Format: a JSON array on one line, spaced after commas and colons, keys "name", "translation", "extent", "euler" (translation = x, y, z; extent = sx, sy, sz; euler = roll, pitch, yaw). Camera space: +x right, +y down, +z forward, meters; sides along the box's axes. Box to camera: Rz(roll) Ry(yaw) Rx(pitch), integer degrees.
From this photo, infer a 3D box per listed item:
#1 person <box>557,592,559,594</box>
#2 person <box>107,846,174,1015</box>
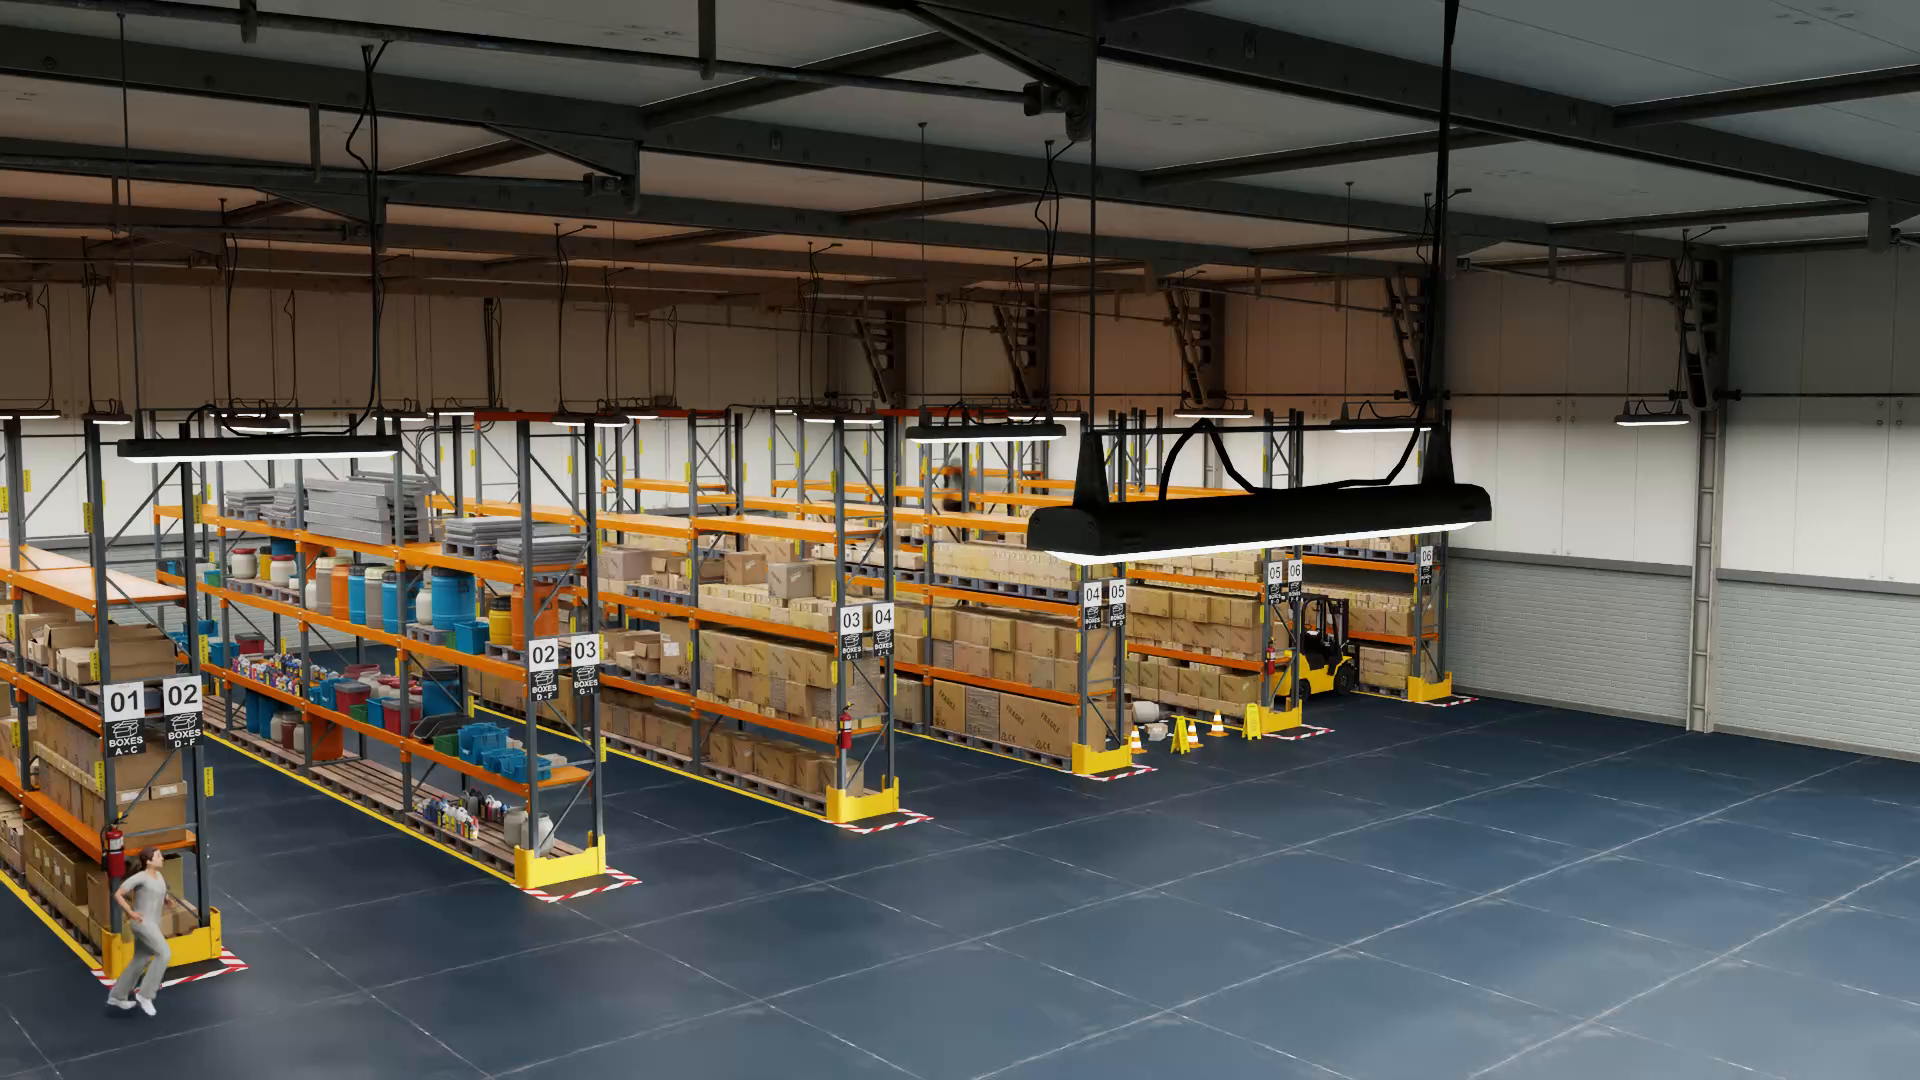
[{"name": "person", "translation": [-9.659, 2.002, 39.409], "extent": [0.717, 1.754, 0.638], "euler": [2, 5, 18]}, {"name": "person", "translation": [-8.444, 4.015, 17.180], "extent": [0.661, 1.672, 0.598], "euler": [-1, 5, -7]}]
